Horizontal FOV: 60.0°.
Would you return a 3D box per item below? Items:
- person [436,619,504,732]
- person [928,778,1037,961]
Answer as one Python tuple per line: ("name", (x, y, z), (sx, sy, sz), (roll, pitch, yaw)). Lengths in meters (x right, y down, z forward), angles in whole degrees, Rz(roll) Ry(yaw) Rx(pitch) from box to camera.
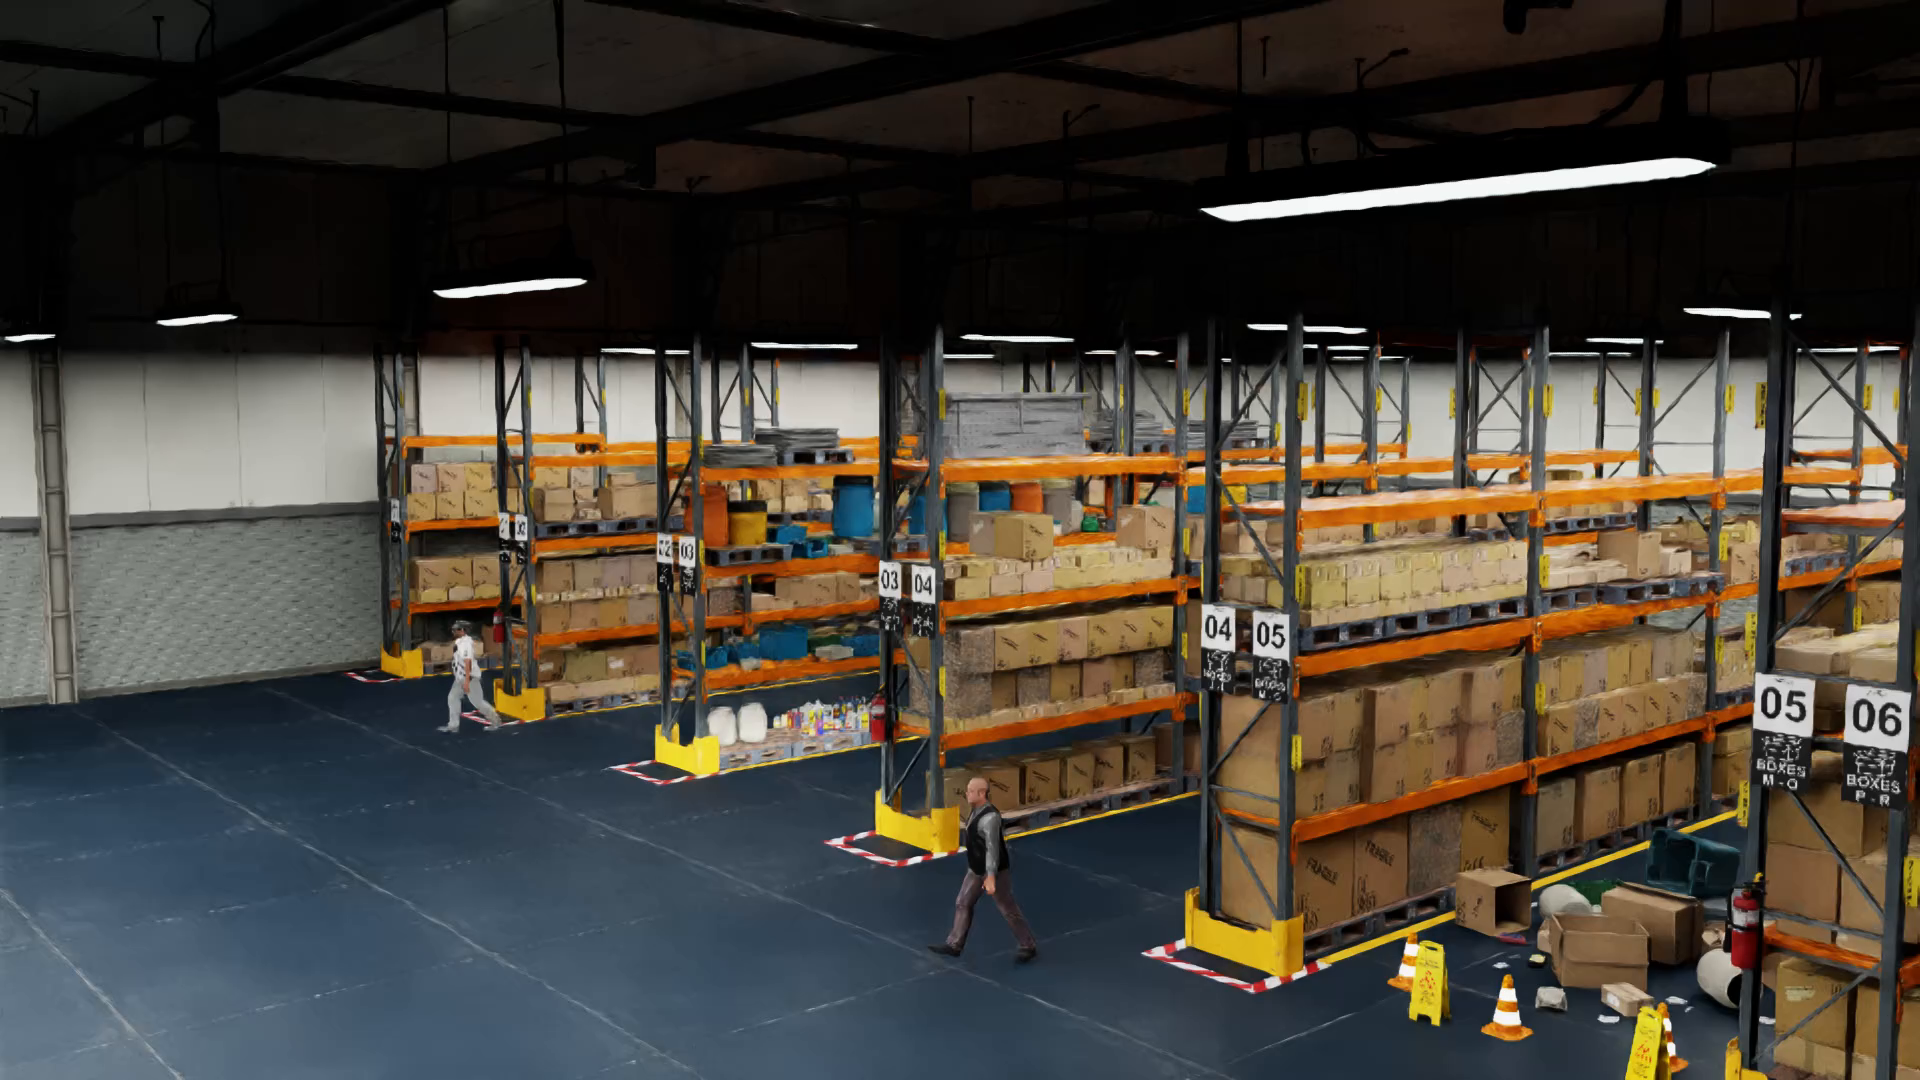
("person", (-7.353, 2.034, 24.899), (0.942, 1.722, 0.568), (-2, 6, -24))
("person", (0.221, 2.973, 15.002), (0.950, 1.675, 0.579), (-2, 5, -17))
